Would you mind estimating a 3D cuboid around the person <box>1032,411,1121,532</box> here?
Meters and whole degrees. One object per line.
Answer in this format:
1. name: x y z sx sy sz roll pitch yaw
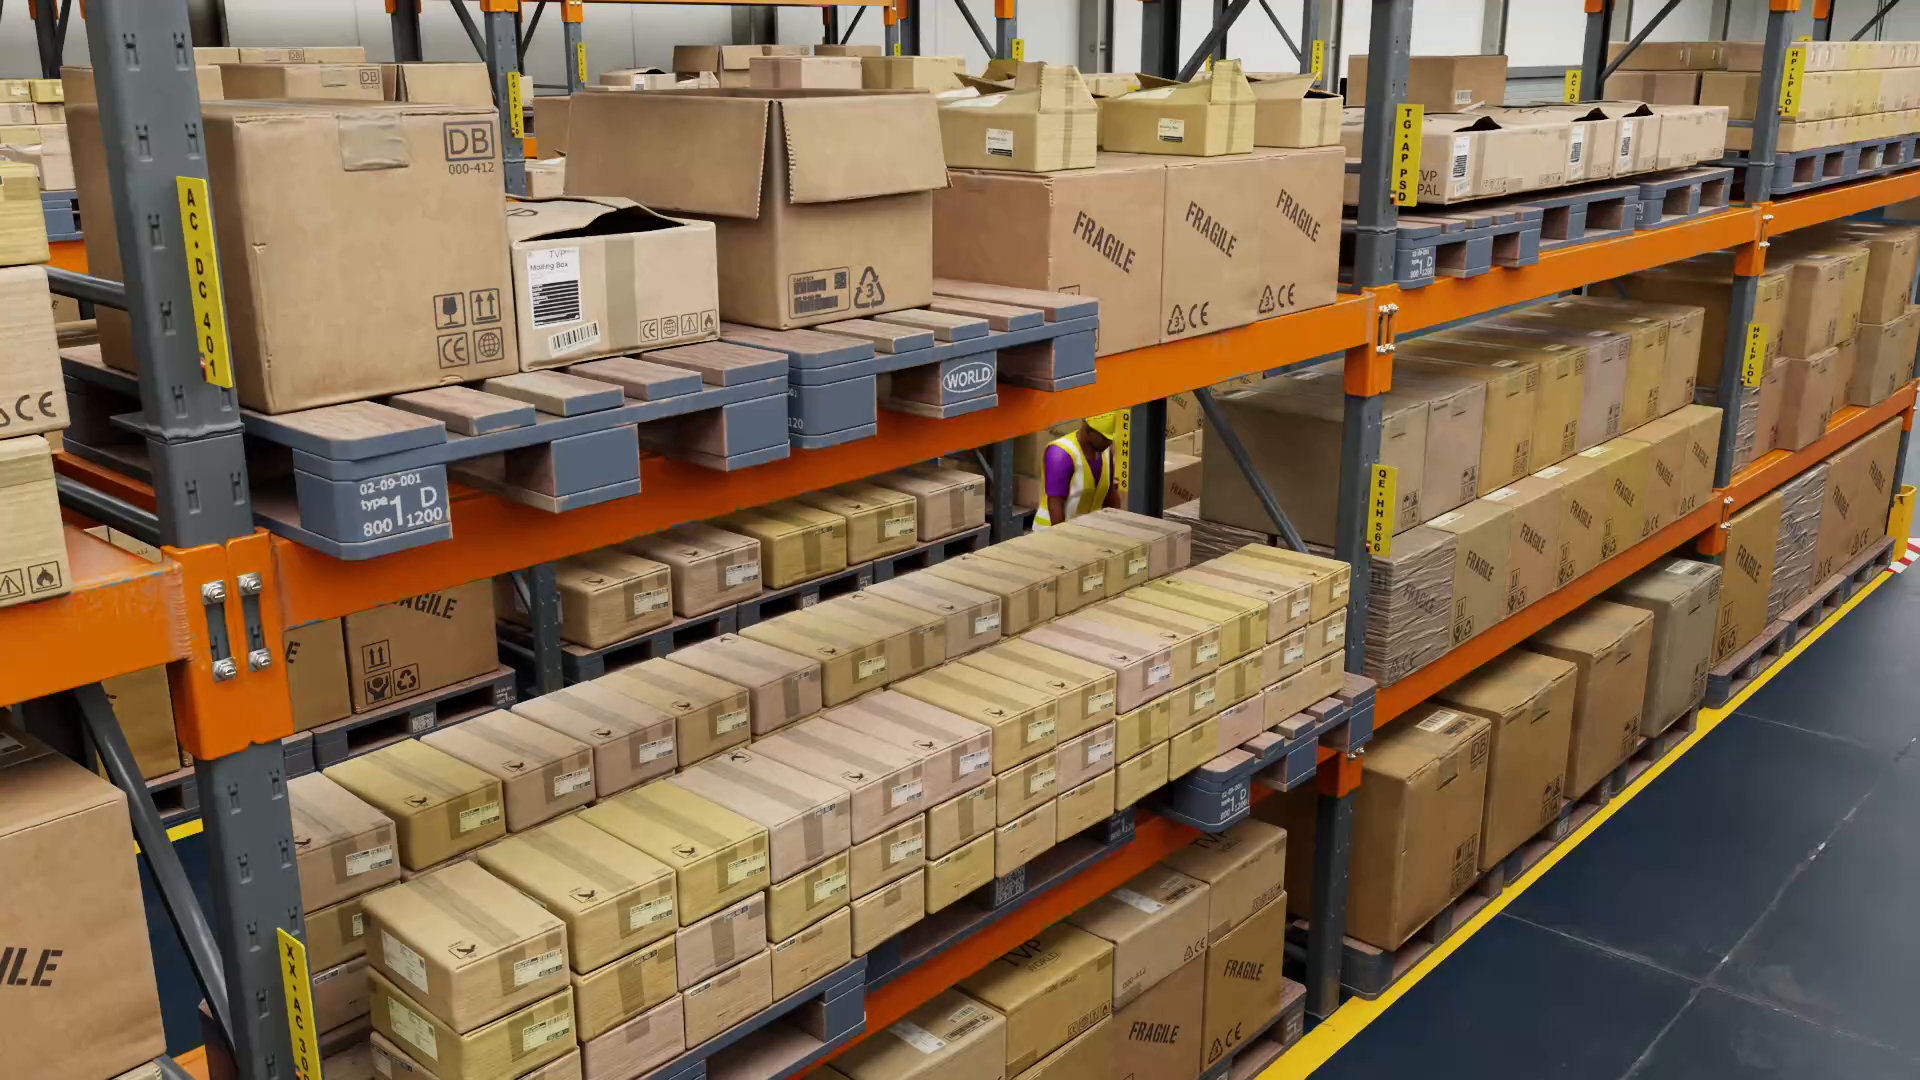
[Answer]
1. person: 0.716 -0.011 9.686 0.508 1.683 0.602 15 22 41
